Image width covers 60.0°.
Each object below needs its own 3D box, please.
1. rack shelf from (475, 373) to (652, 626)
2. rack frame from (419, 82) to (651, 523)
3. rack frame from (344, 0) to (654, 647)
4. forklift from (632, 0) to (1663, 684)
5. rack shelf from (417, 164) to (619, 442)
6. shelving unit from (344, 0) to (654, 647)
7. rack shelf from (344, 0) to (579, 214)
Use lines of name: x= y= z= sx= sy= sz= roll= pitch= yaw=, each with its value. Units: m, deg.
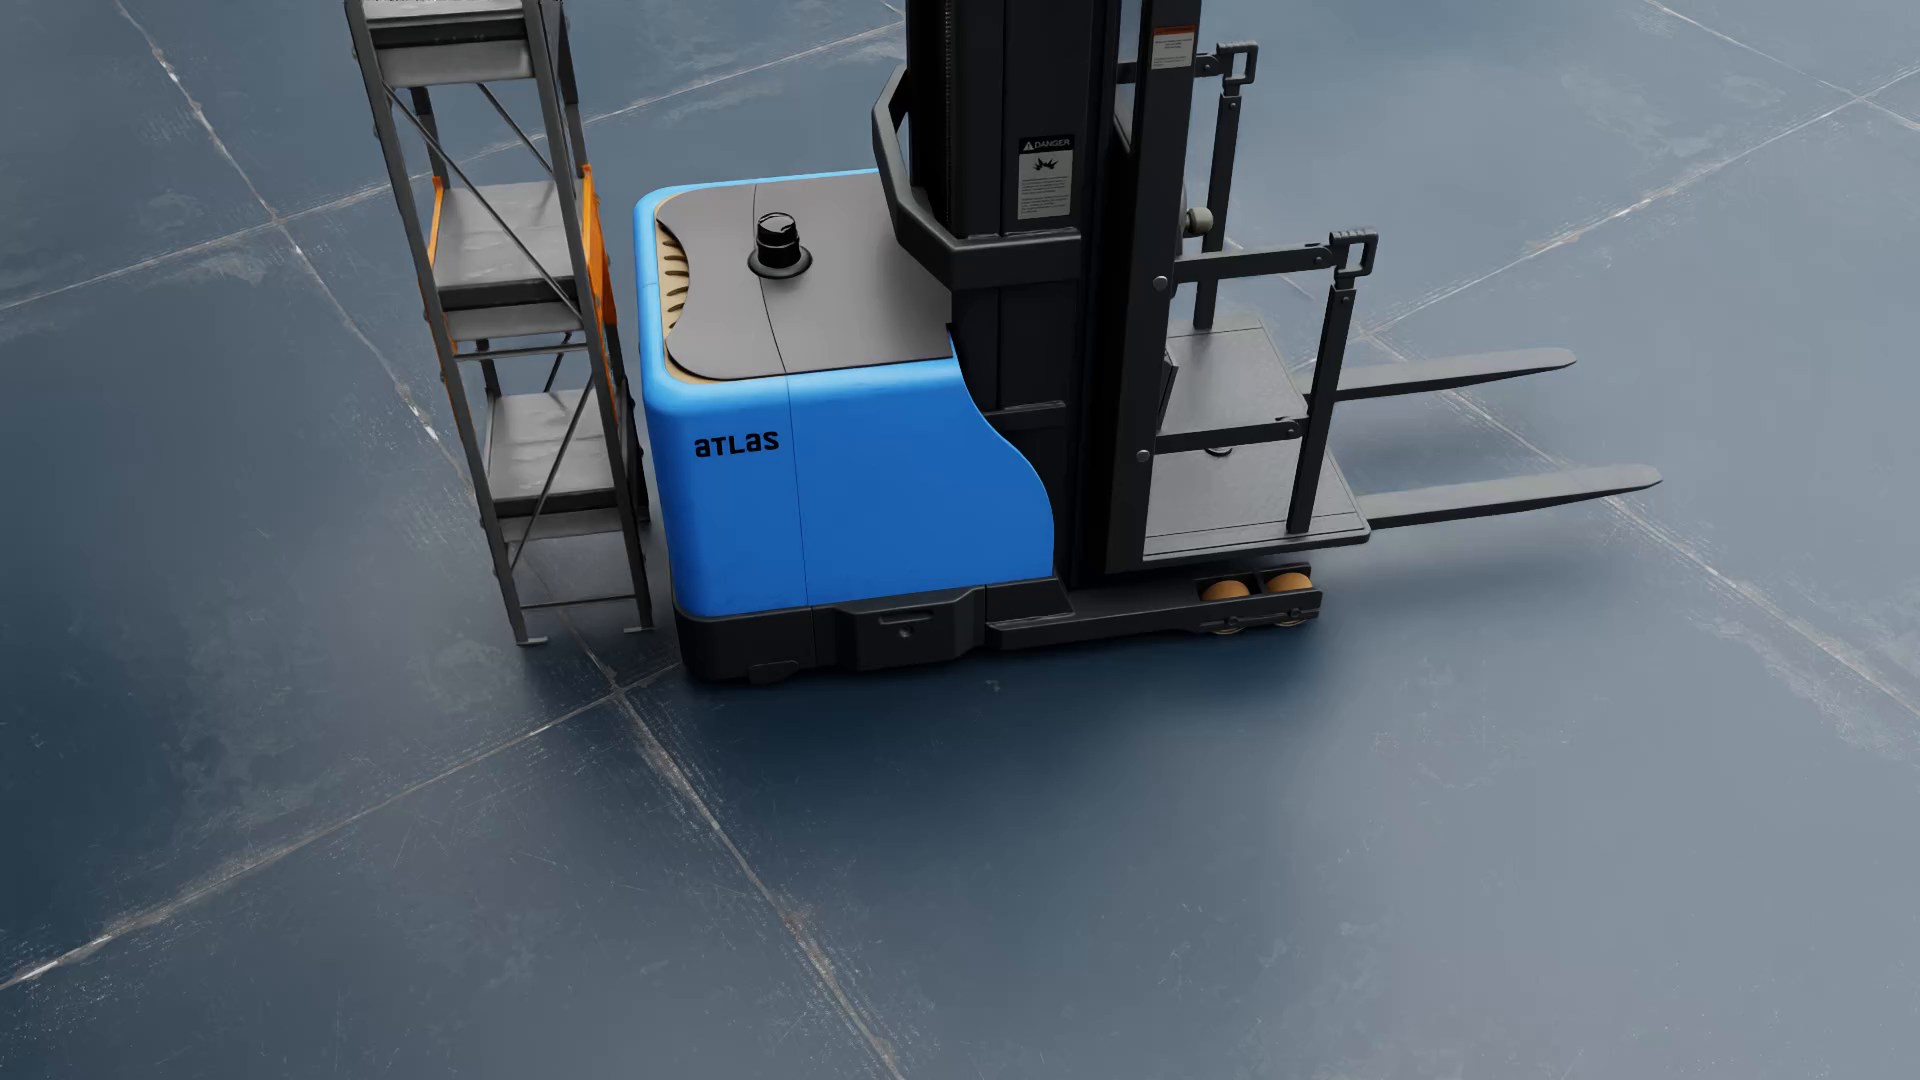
rack shelf: x=-1.150 y=-0.121 z=4.888 sx=0.431 sy=0.518 sz=0.480 roll=-6 pitch=44 yaw=-6
rack frame: x=-1.187 y=-0.805 z=4.573 sx=0.400 sy=2.100 sz=0.015 roll=-6 pitch=44 yaw=-6
rack frame: x=-1.113 y=-0.474 z=4.222 sx=0.400 sy=2.100 sz=0.015 roll=-6 pitch=44 yaw=-6
forklift: x=0.620 y=-1.134 z=4.315 sx=3.031 sy=2.935 sz=1.130 roll=-7 pitch=44 yaw=-7
rack shelf: x=-1.150 y=-0.629 z=4.407 sx=0.431 sy=0.518 sz=0.480 roll=-6 pitch=44 yaw=-6
shelving unit: x=-1.150 y=-0.639 z=4.397 sx=0.431 sy=2.100 sz=0.503 roll=-6 pitch=44 yaw=-6
rack shelf: x=-1.151 y=-1.138 z=3.926 sx=0.431 sy=0.518 sz=0.480 roll=-6 pitch=44 yaw=-6
